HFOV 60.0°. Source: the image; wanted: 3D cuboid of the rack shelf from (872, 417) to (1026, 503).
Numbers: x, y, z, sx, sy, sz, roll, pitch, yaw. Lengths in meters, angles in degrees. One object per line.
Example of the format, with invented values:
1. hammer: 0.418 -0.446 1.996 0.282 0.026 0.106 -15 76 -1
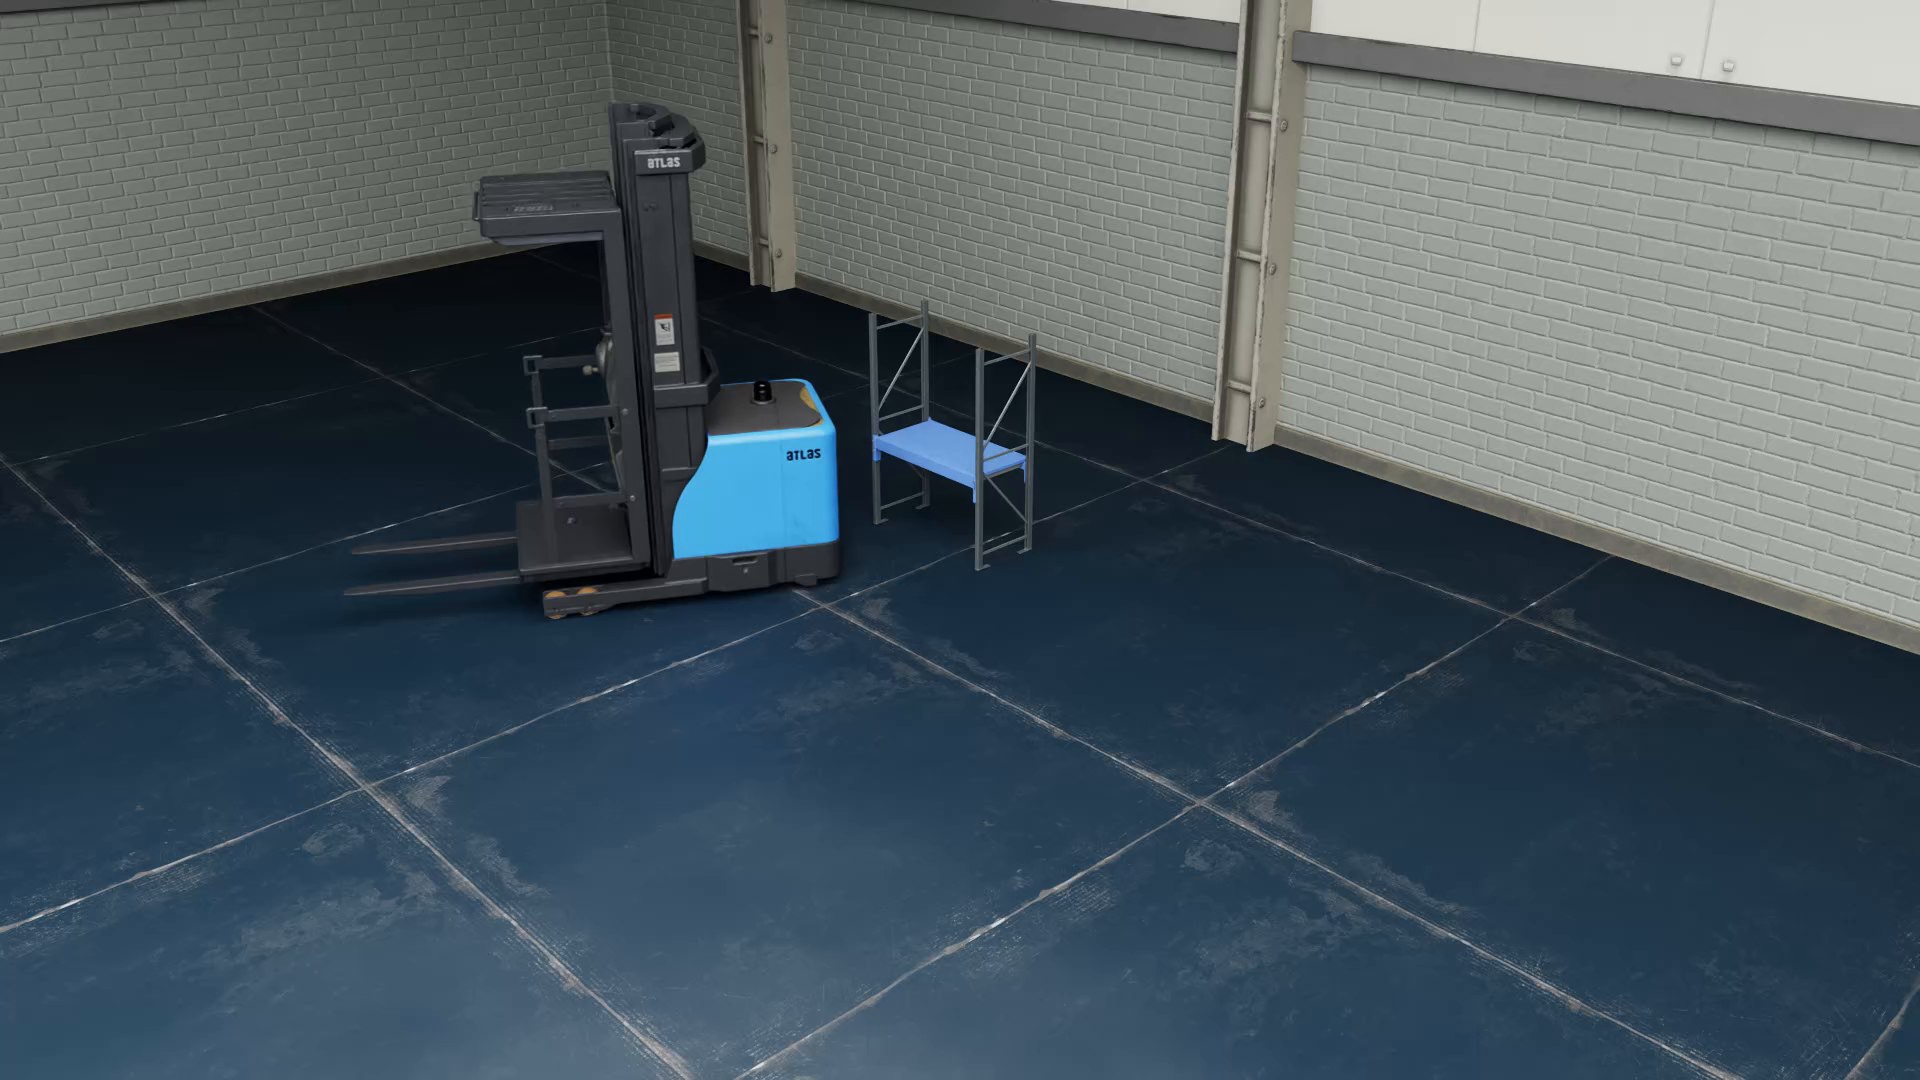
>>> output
1. rack shelf: -0.058 -0.545 11.070 0.538 0.185 1.000 -21 32 -38

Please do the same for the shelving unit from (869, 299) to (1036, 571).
1. shelving unit: -0.058 -0.708 10.995 0.538 1.500 1.048 -21 32 -38

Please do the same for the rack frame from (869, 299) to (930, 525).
1. rack frame: -0.406 -0.862 11.333 0.500 1.500 0.032 -21 32 -38

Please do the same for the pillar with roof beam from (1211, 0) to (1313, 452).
1. pillar with roof beam: -0.936 -3.647 8.402 9.100 9.000 0.400 -21 32 -38

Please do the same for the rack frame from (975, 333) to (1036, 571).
1. rack frame: 0.289 -0.554 10.658 0.500 1.500 0.032 -21 32 -38

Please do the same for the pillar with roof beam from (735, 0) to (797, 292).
1. pillar with roof beam: -5.037 -5.465 12.387 9.100 9.000 0.400 -21 32 -38

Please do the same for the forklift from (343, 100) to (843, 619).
1. forklift: -2.326 -1.093 10.114 3.031 2.935 1.130 -6 25 -13
